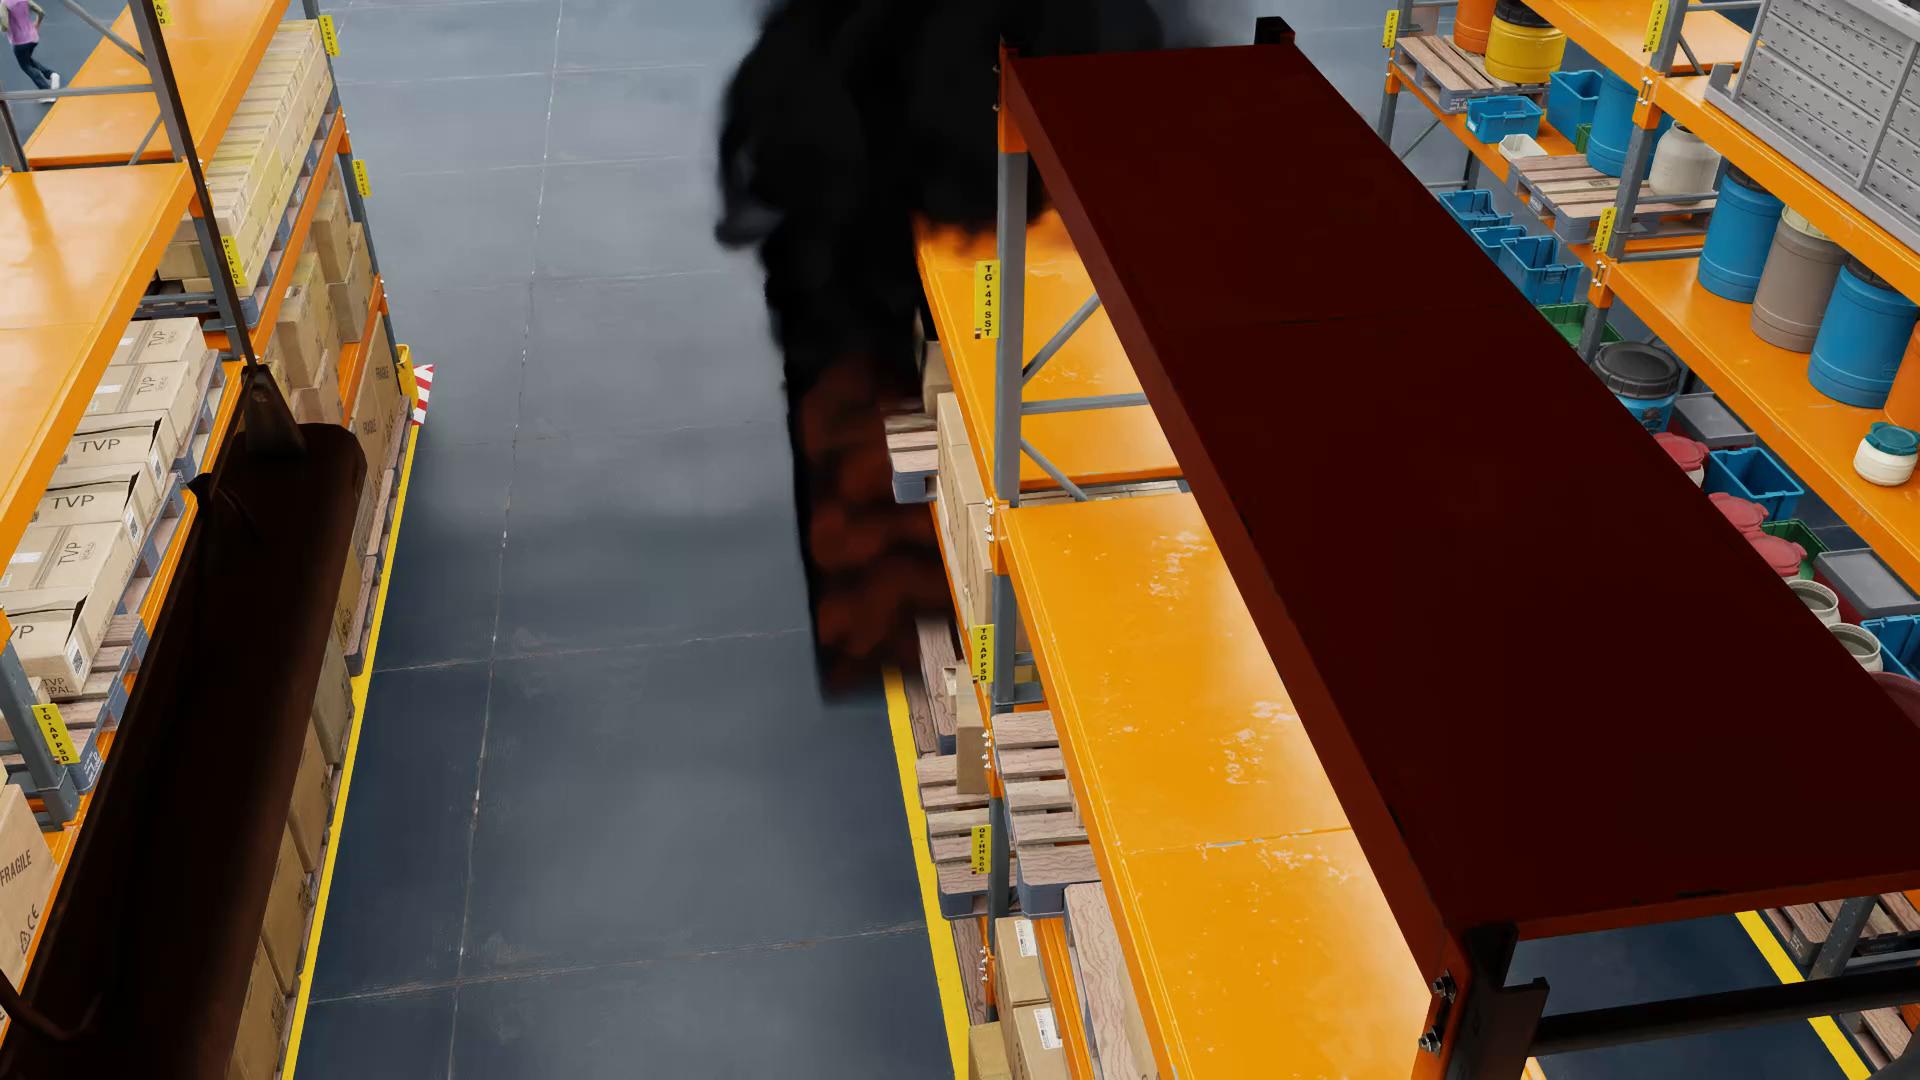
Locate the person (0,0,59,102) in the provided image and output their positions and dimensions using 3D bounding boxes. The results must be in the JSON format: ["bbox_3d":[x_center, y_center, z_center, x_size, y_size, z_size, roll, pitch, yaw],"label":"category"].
[{"bbox_3d":[-11.588,-6.194,20.575,0.537,1.558,0.530,14,38,18],"label":"person"}]
